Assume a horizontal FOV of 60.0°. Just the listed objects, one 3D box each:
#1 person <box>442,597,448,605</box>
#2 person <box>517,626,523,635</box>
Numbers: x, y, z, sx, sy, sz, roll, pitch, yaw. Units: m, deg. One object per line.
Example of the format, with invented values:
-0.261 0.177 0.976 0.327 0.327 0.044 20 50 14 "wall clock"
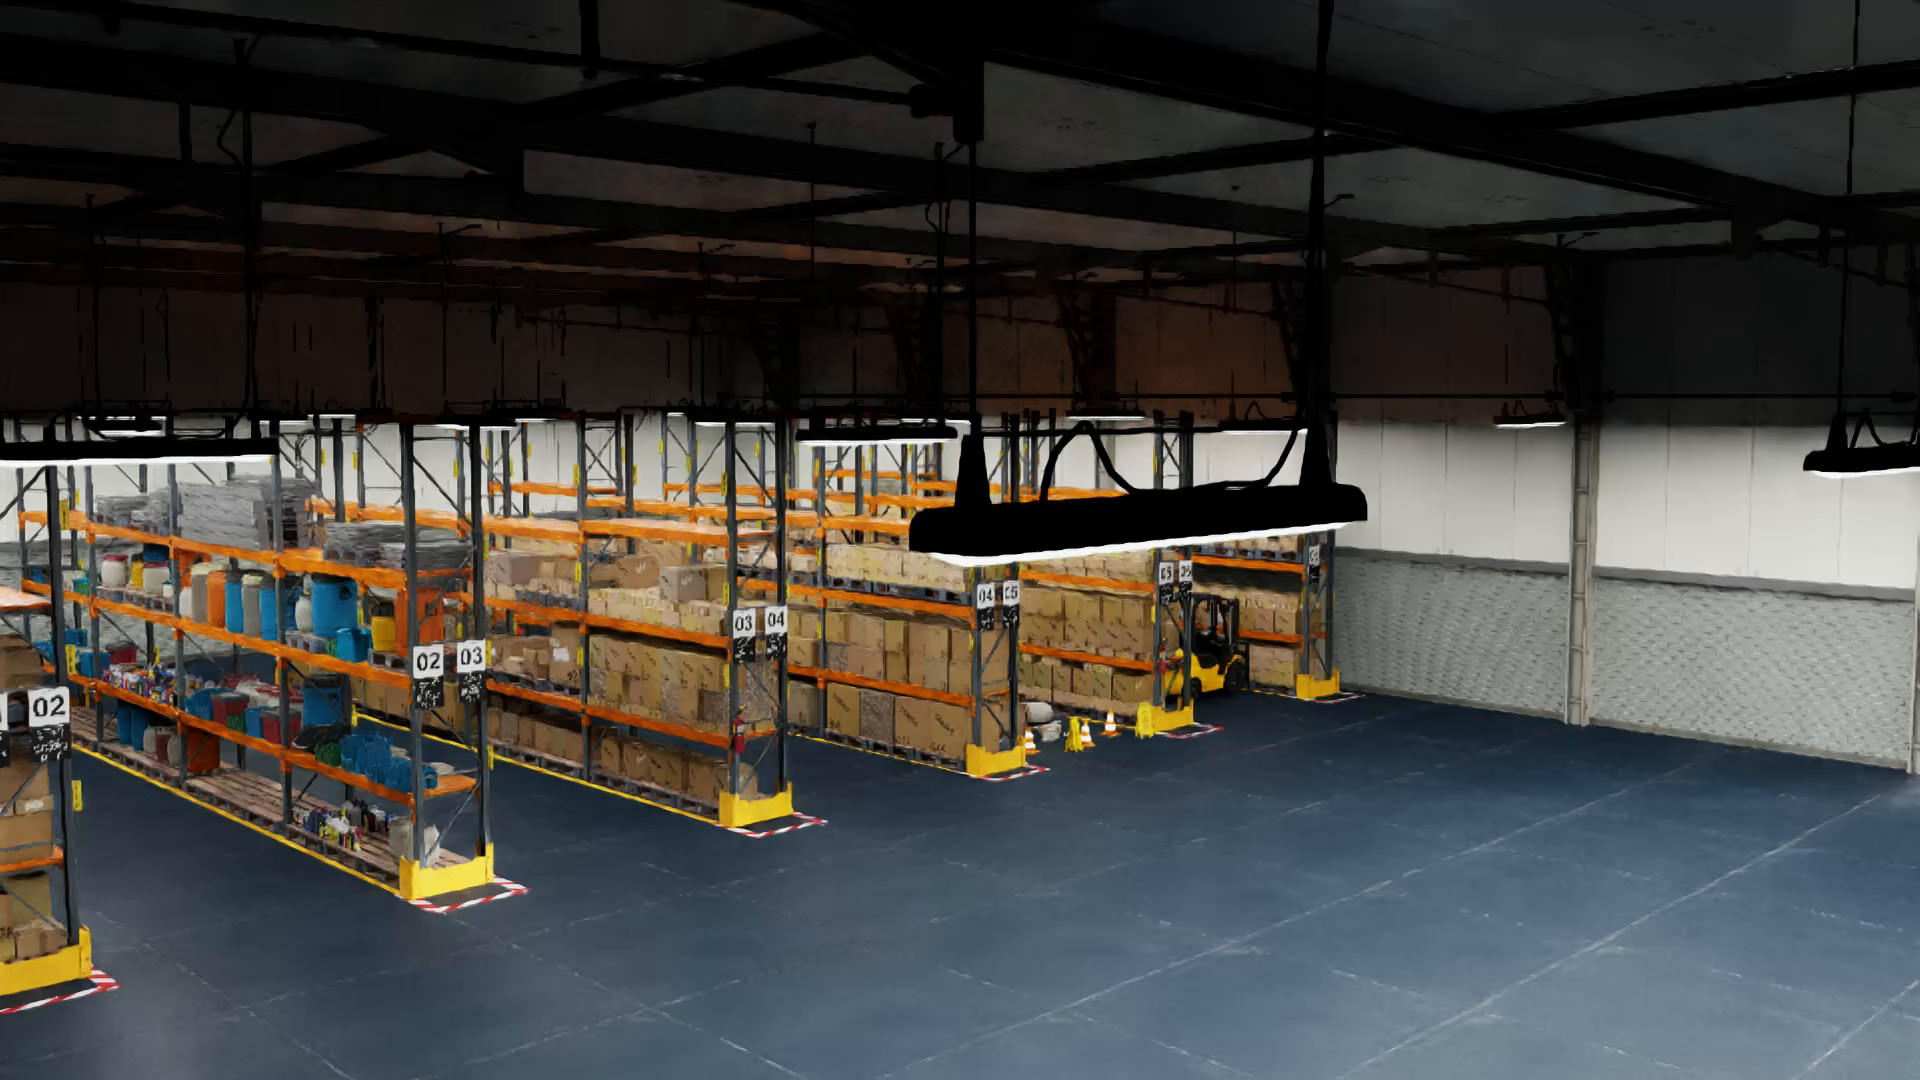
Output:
-12.927 1.941 41.283 0.505 1.610 0.939 -2 5 -23 "person"
-8.840 2.572 33.256 1.109 1.707 0.551 5 7 43 "person"
